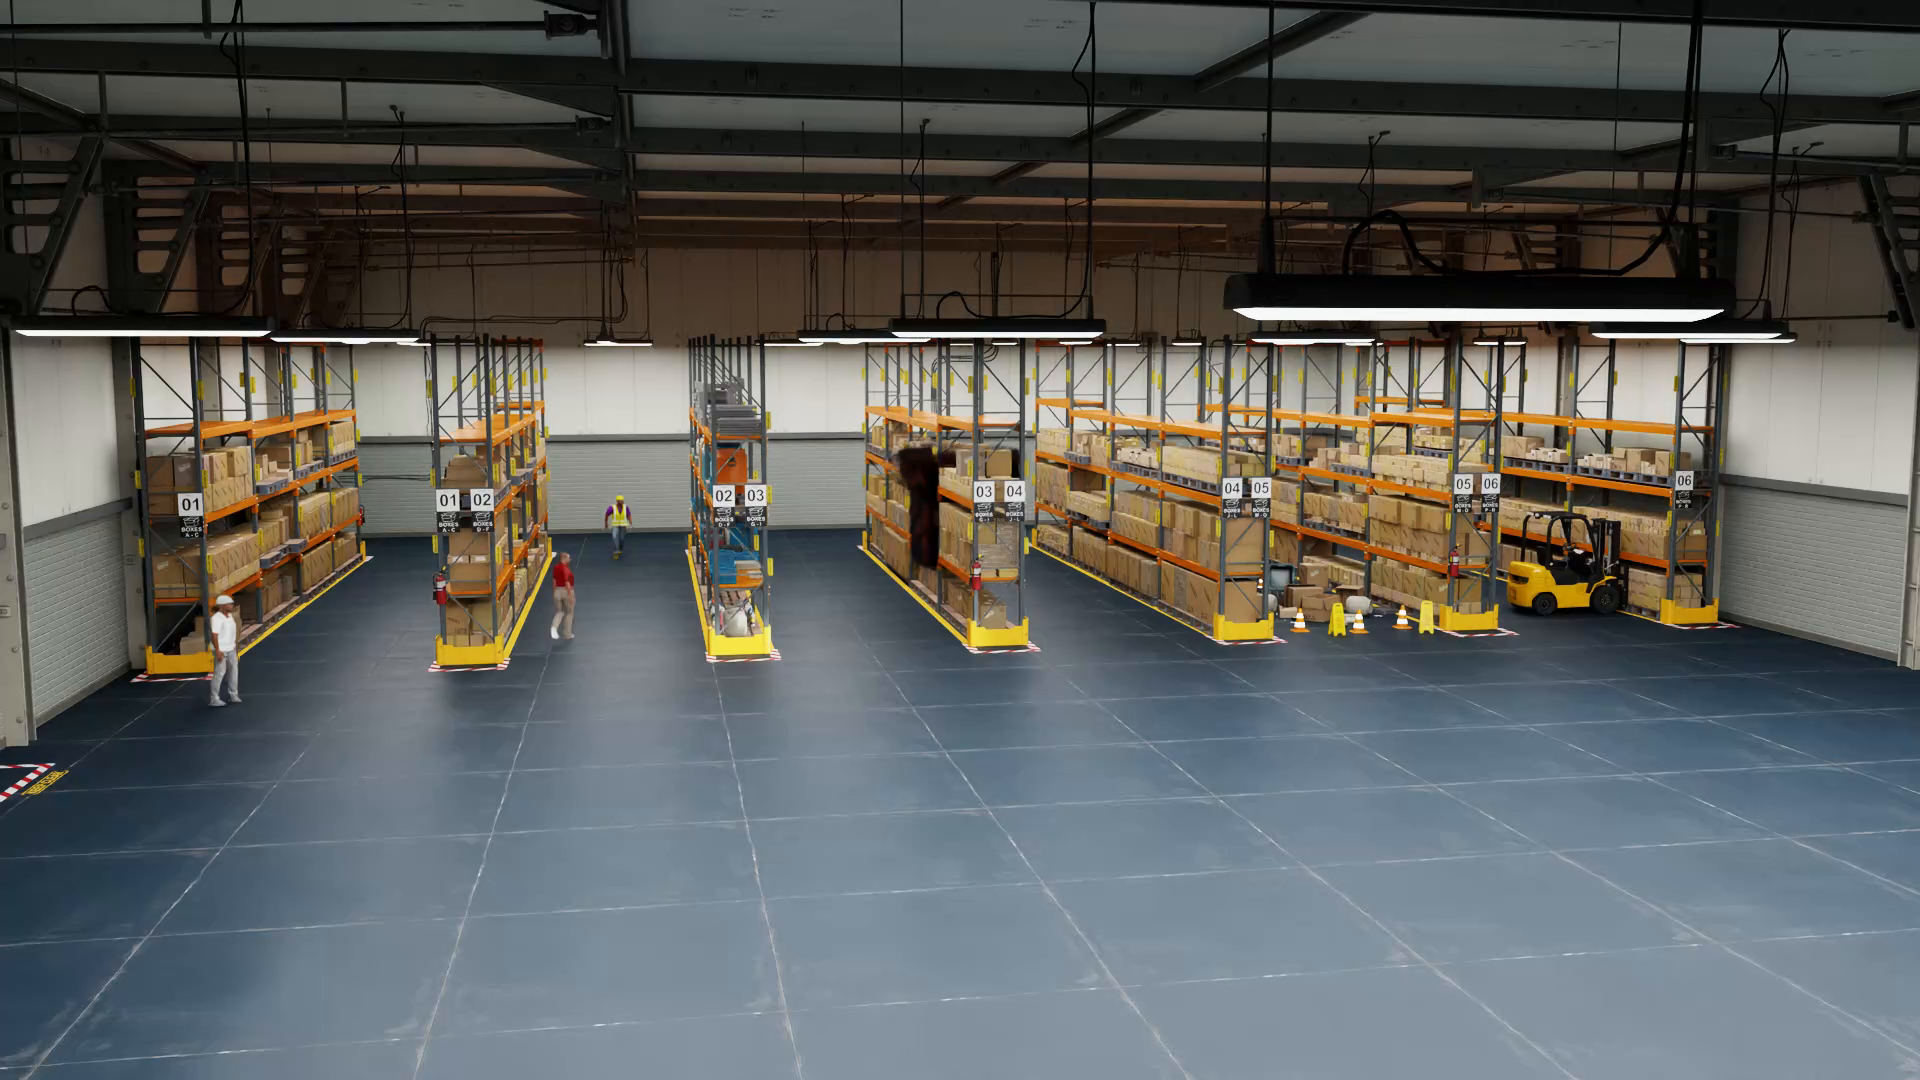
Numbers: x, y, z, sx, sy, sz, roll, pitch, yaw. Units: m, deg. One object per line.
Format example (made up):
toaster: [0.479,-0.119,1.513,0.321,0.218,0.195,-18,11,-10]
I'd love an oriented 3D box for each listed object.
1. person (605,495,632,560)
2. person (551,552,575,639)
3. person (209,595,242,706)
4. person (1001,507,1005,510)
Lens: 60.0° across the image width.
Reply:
person: [-9.412,-0.370,45.840,0.733,1.738,1.003,-1,7,-11]
person: [-7.850,1.101,32.782,0.517,1.719,0.551,2,7,20]
person: [-11.883,1.773,26.860,0.437,1.769,0.651,1,7,9]
person: [1.465,-0.845,49.464,0.507,1.774,0.541,-5,8,-35]
